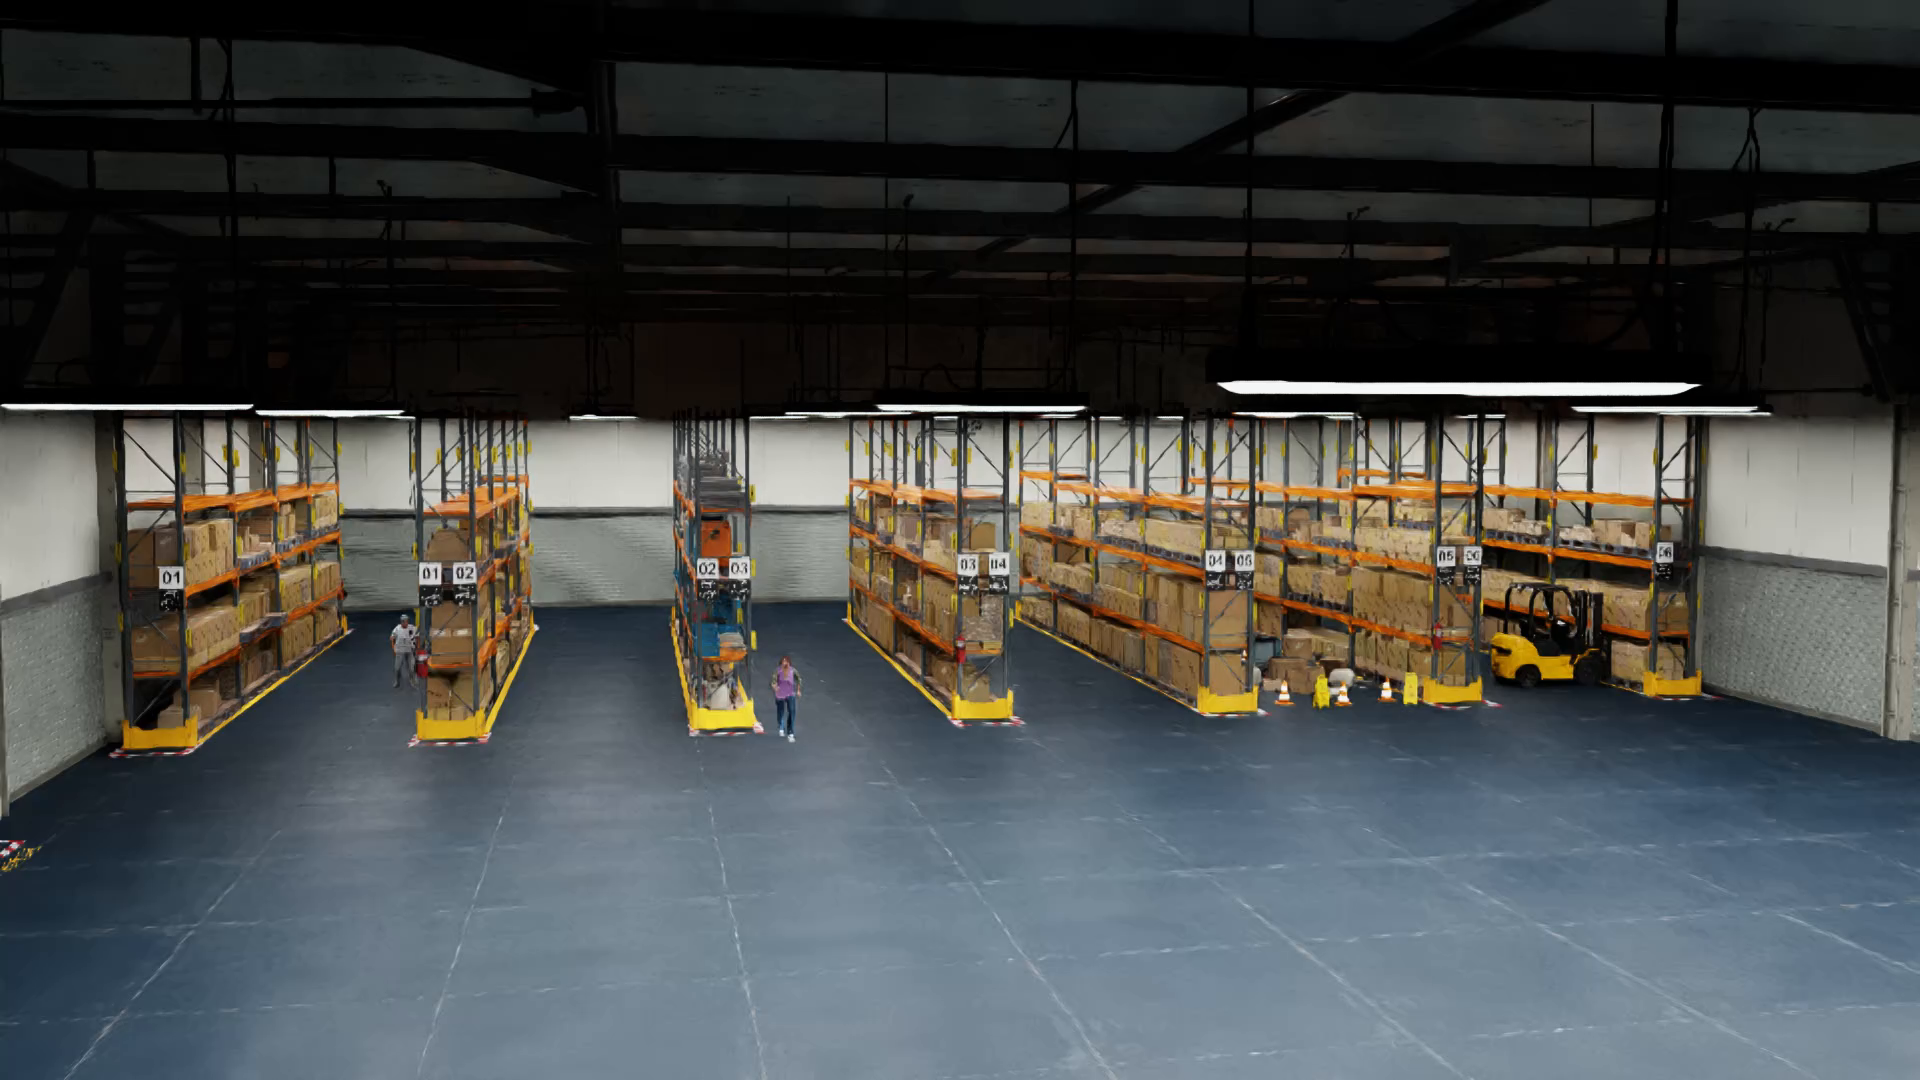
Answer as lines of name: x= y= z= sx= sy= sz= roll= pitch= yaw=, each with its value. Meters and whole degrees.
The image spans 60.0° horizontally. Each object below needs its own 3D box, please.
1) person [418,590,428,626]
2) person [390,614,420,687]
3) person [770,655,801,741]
person: x=-14.730 y=1.655 z=46.174 sx=0.592 sy=1.590 sz=0.513 roll=-1 pitch=4 yaw=-13
person: x=-11.926 y=2.384 z=35.761 sx=0.625 sy=1.611 sz=0.582 roll=-1 pitch=4 yaw=-13
person: x=-3.156 y=2.819 z=30.073 sx=0.562 sy=1.530 sz=0.815 roll=0 pitch=4 yaw=-6
